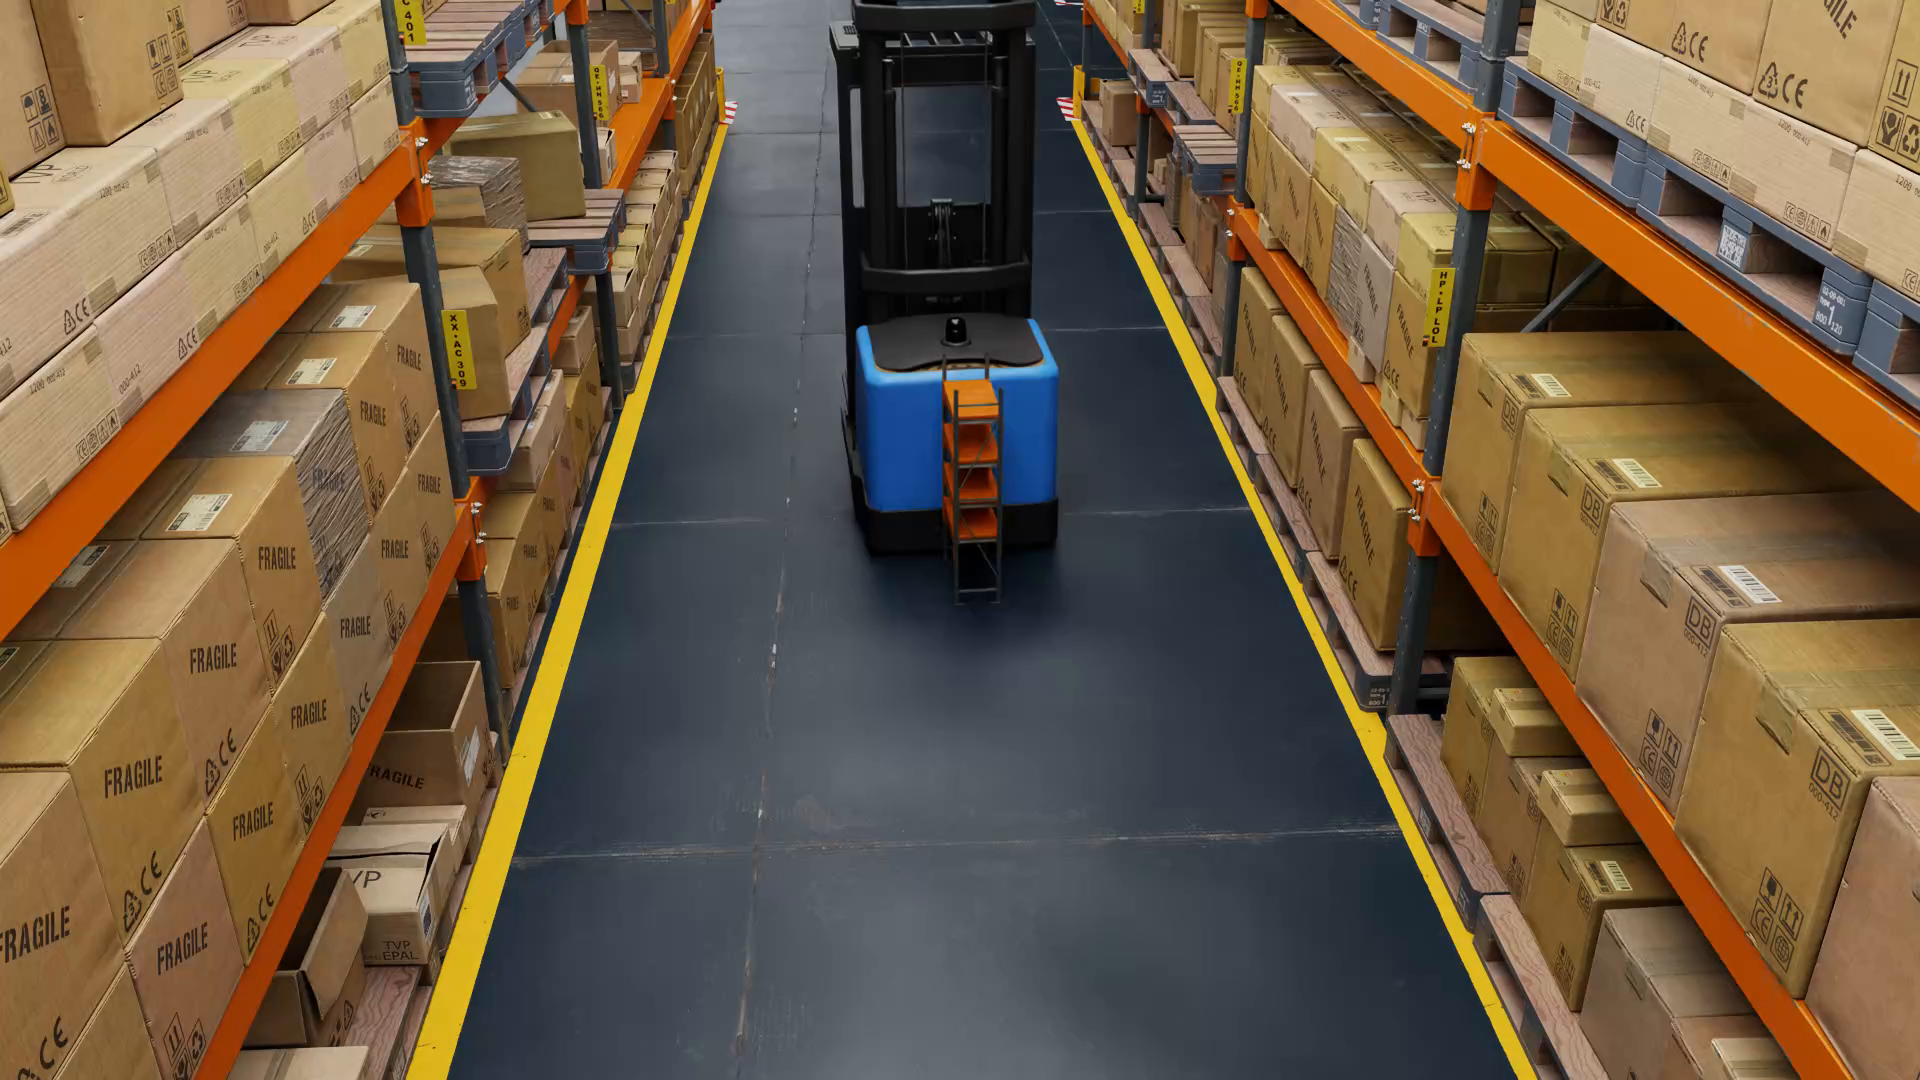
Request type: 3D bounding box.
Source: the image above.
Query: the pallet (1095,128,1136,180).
[{"bbox_3d":[1.892,-3.794,16.297,1.003,0.211,1.213,-1,28,-3],"label":"pallet"}]

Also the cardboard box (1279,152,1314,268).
[{"bbox_3d":[2.050,-1.793,8.992,0.500,0.500,0.500,-2,28,-3],"label":"cardboard box"}]

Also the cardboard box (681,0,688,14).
[{"bbox_3d":[-3.083,-5.468,16.383,0.700,0.500,0.500,-1,28,-1],"label":"cardboard box"}]

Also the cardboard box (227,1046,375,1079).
[{"bbox_3d":[-2.089,1.811,5.032,0.500,0.250,0.500,-1,28,-3],"label":"cardboard box"}]

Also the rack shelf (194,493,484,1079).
[{"bbox_3d":[-2.396,0.902,5.055,1.077,0.370,4.000,-1,28,-3],"label":"rack shelf"}]

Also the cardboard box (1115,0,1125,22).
[{"bbox_3d":[1.664,-4.873,14.678,0.500,0.500,0.500,-2,28,-3],"label":"cardboard box"}]

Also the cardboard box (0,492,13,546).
[{"bbox_3d":[-2.064,0.000,2.926,0.500,0.250,0.500,-1,28,-3],"label":"cardboard box"}]

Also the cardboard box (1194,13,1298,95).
[{"bbox_3d":[2.109,-3.599,12.322,0.700,0.500,0.500,2,28,4],"label":"cardboard box"}]

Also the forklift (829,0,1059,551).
[{"bbox_3d":[-0.159,-1.892,9.708,1.130,2.935,3.031,-3,28,-6],"label":"forklift"}]

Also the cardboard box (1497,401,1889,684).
[{"bbox_3d":[2.491,-0.007,5.695,0.980,0.700,0.700,-2,28,-4],"label":"cardboard box"}]

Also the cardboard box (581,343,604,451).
[{"bbox_3d":[-2.426,-0.848,9.860,0.500,0.500,0.500,0,28,-1],"label":"cardboard box"}]

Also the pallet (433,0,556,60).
[{"bbox_3d":[-2.521,-2.369,7.508,1.213,0.211,1.003,-1,28,-3],"label":"pallet"}]

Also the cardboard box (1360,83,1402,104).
[{"bbox_3d":[2.544,-2.384,9.316,0.500,0.250,0.500,-2,28,-4],"label":"cardboard box"}]

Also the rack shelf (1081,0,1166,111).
[{"bbox_3d":[1.924,-4.761,15.913,1.077,0.370,4.000,-1,28,-3],"label":"rack shelf"}]

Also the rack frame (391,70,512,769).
[{"bbox_3d":[-2.500,-0.341,6.660,1.000,3.000,0.127,-1,28,-3],"label":"rack frame"}]

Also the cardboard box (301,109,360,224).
[{"bbox_3d":[-2.194,-1.155,5.139,0.500,0.250,0.500,-1,28,-3],"label":"cardboard box"}]

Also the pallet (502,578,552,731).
[{"bbox_3d":[-2.580,0.521,8.023,1.003,0.211,1.213,-1,28,-3],"label":"pallet"}]

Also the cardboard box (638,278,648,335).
[{"bbox_3d":[-2.470,-1.636,11.662,0.500,0.250,0.500,-2,28,-4],"label":"cardboard box"}]

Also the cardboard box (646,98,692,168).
[{"bbox_3d":[-2.629,-3.556,14.534,0.500,0.500,0.500,-1,28,-3],"label":"cardboard box"}]

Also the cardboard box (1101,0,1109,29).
[{"bbox_3d":[1.615,-5.005,15.743,0.500,0.250,0.500,-1,28,-2],"label":"cardboard box"}]

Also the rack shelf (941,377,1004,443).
[{"bbox_3d":[0.060,-0.659,8.366,0.258,0.148,0.480,-3,28,-6],"label":"rack shelf"}]

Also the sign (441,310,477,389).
[{"bbox_3d":[-1.959,-0.741,6.491,0.100,0.325,0.005,-1,28,-3],"label":"sign"}]

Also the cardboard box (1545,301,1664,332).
[{"bbox_3d":[2.674,-0.866,7.215,0.500,0.500,0.500,-2,28,-4],"label":"cardboard box"}]

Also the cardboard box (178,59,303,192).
[{"bbox_3d":[-2.157,-1.146,4.581,0.500,0.250,0.500,-1,28,-3],"label":"cardboard box"}]

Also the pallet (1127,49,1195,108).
[{"bbox_3d":[1.924,-3.715,13.337,1.003,0.211,1.213,-1,28,-3],"label":"pallet"}]

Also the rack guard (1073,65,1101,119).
[{"bbox_3d":[1.824,-4.860,18.028,1.175,0.500,0.348,-1,28,-3],"label":"rack guard"}]

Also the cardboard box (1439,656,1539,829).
[{"bbox_3d":[2.383,0.808,6.706,0.700,0.500,0.500,-1,28,-2],"label":"cardboard box"}]

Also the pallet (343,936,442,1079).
[{"bbox_3d":[-2.398,1.778,5.614,1.003,0.211,1.213,-1,28,-3],"label":"pallet"}]

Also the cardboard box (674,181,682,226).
[{"bbox_3d":[-2.607,-2.818,13.928,0.500,0.250,0.500,-2,28,-3],"label":"cardboard box"}]

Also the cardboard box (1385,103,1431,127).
[{"bbox_3d":[2.567,-2.147,8.861,0.500,0.250,0.500,-2,28,-4],"label":"cardboard box"}]

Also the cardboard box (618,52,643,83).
[{"bbox_3d":[-2.848,-3.742,13.344,0.500,0.250,0.500,0,28,1],"label":"cardboard box"}]

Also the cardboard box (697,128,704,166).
[{"bbox_3d":[-2.681,-3.686,15.592,0.500,0.250,0.500,-1,28,-3],"label":"cardboard box"}]

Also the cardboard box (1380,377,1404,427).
[{"bbox_3d":[2.109,-0.625,7.454,0.380,0.149,0.250,-1,28,-2],"label":"cardboard box"}]

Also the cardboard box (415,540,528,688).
[{"bbox_3d":[-2.282,0.343,7.576,0.500,0.500,0.500,-3,28,-5],"label":"cardboard box"}]

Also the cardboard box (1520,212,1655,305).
[{"bbox_3d":[2.683,-1.198,7.042,0.500,0.250,0.500,-1,28,-1],"label":"cardboard box"}]

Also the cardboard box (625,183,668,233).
[{"bbox_3d":[-2.553,-2.600,12.905,0.500,0.311,0.500,-1,28,-3],"label":"cardboard box"}]

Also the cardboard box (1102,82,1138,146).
[{"bbox_3d":[1.784,-4.166,16.220,0.700,0.500,0.500,-3,28,-6],"label":"cardboard box"}]

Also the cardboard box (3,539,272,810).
[{"bbox_3d":[-2.107,0.335,4.174,0.500,0.500,0.500,-1,28,-2],"label":"cardboard box"}]

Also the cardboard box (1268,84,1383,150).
[{"bbox_3d":[2.033,-2.363,9.274,0.500,0.250,0.500,-2,28,-3],"label":"cardboard box"}]

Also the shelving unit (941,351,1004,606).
[{"bbox_3d":[0.060,-0.311,8.548,0.258,1.200,0.503,-3,28,-6],"label":"shelving unit"}]

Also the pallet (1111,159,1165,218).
[{"bbox_3d":[1.959,-3.229,15.214,1.003,0.211,1.213,-1,28,-3],"label":"pallet"}]

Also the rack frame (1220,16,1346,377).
[{"bbox_3d":[2.238,-2.309,10.434,1.000,3.000,0.127,-1,28,-3],"label":"rack frame"}]

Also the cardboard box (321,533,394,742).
[{"bbox_3d":[-2.160,0.315,5.295,0.500,0.500,0.500,-1,28,-1],"label":"cardboard box"}]

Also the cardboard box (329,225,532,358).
[{"bbox_3d":[-2.401,-1.111,7.575,0.700,0.500,0.500,3,28,5],"label":"cardboard box"}]

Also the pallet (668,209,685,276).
[{"bbox_3d":[-2.840,-2.460,13.737,1.003,0.211,1.213,-1,28,-3],"label":"pallet"}]

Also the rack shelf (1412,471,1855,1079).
[{"bbox_3d":[2.551,0.781,5.288,1.077,0.370,4.000,-1,28,-3],"label":"rack shelf"}]

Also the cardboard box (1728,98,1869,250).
[{"bbox_3d":[2.292,-0.921,4.129,0.500,0.250,0.500,-2,28,-4],"label":"cardboard box"}]

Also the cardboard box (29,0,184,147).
[{"bbox_3d":[-2.342,-1.242,3.955,0.700,0.500,0.500,-1,28,-3],"label":"cardboard box"}]

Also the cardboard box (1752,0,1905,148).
[{"bbox_3d":[2.294,-1.245,3.939,0.500,0.500,0.500,-3,28,-5],"label":"cardboard box"}]

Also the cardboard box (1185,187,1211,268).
[{"bbox_3d":[2.147,-2.430,12.892,0.700,0.500,0.500,-1,28,-2],"label":"cardboard box"}]

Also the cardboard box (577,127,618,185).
[{"bbox_3d":[-2.562,-2.566,11.023,0.500,0.311,0.500,-2,28,-3],"label":"cardboard box"}]

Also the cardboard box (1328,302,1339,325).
[{"bbox_3d":[2.121,-1.220,8.595,0.380,0.149,0.250,-1,28,-1],"label":"cardboard box"}]

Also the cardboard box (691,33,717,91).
[{"bbox_3d":[-2.802,-4.942,17.189,0.500,0.500,0.500,-1,28,-3],"label":"cardboard box"}]
